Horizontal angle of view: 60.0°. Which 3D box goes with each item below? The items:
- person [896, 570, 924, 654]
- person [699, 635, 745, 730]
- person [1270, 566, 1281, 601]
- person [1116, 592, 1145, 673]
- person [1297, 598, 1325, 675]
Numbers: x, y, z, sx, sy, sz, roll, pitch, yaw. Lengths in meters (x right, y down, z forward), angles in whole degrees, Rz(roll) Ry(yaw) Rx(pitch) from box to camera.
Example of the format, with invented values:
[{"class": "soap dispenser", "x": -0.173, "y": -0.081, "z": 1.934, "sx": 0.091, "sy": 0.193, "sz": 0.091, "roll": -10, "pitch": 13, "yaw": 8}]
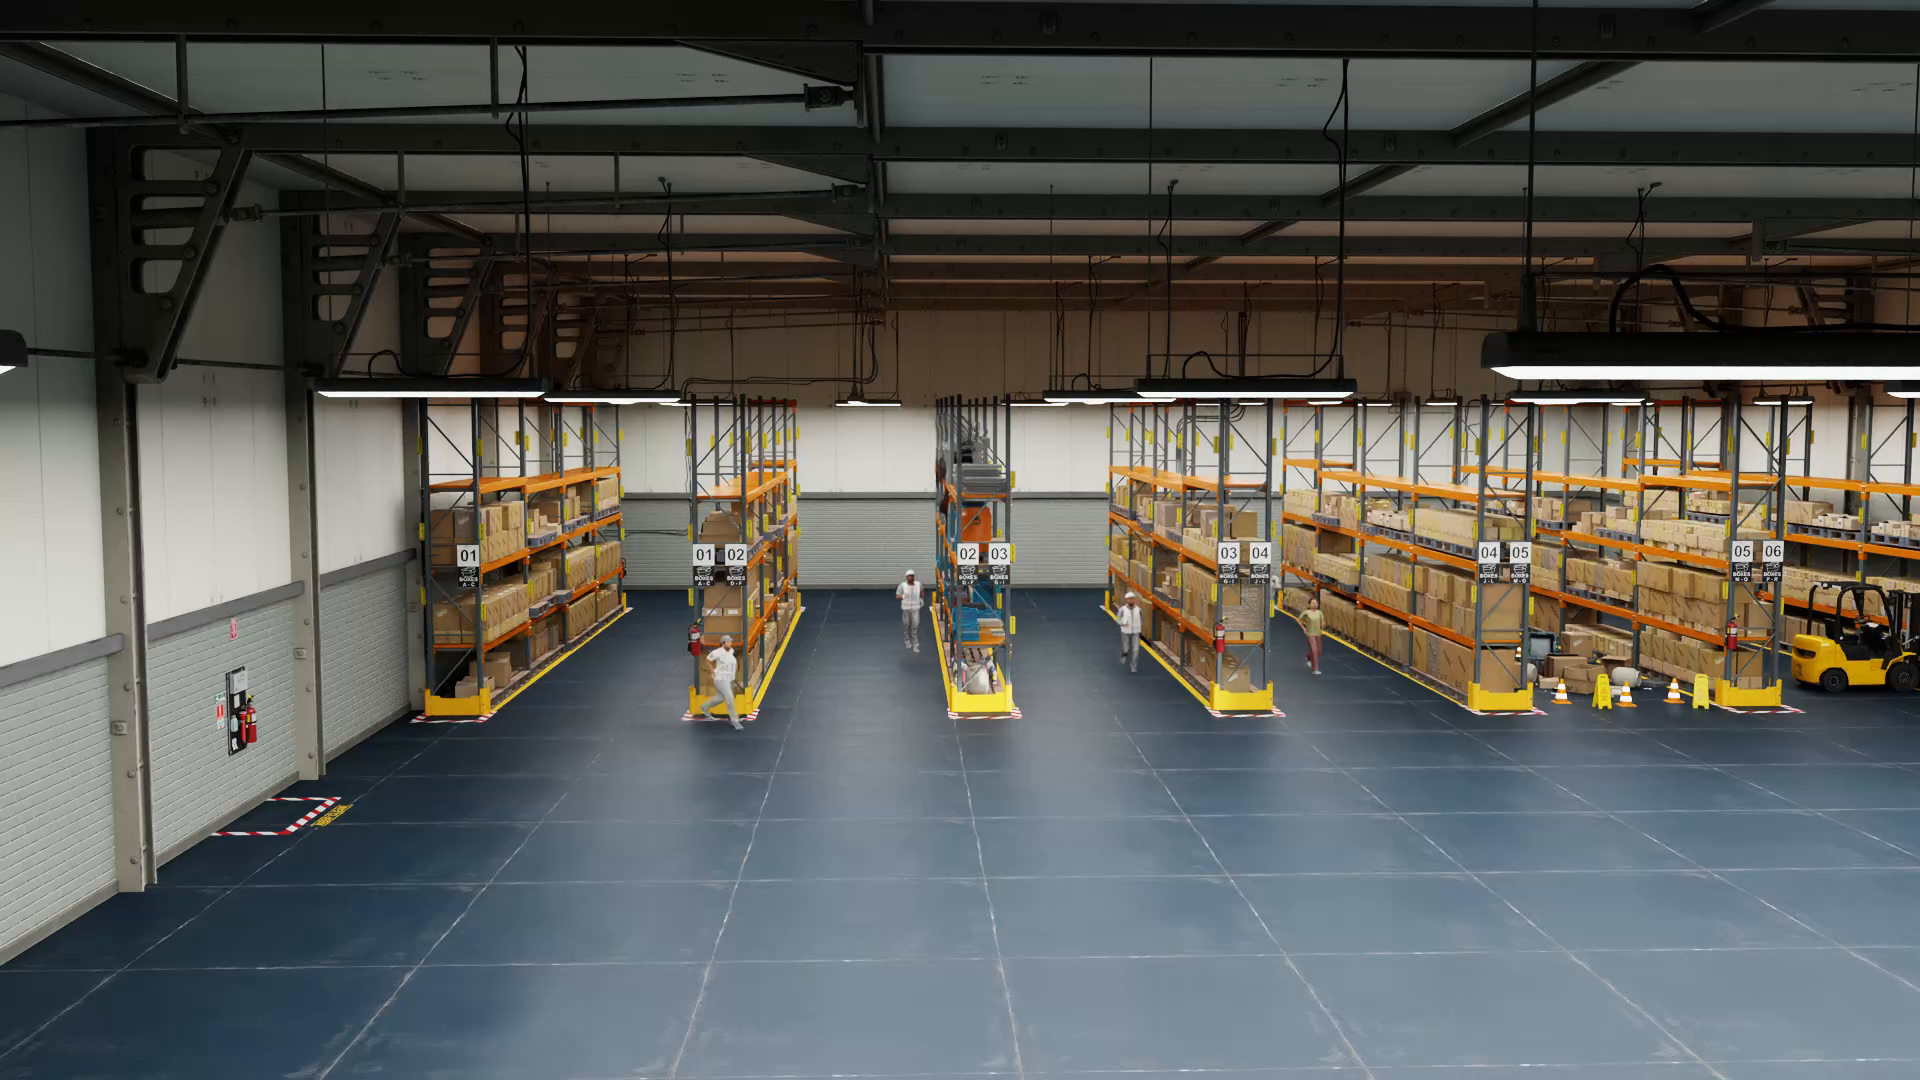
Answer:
[{"class": "person", "x": -1.108, "y": 1.584, "z": 37.291, "sx": 0.668, "sy": 1.836, "sz": 0.799, "roll": -1, "pitch": 5, "yaw": -7}, {"class": "person", "x": -4.286, "y": 2.556, "z": 30.002, "sx": 1.060, "sy": 1.708, "sz": 0.560, "roll": 2, "pitch": 5, "yaw": 25}, {"class": "person", "x": 8.084, "y": 1.469, "z": 43.578, "sx": 0.600, "sy": 1.608, "sz": 0.808, "roll": 0, "pitch": 4, "yaw": -2}, {"class": "person", "x": 3.730, "y": 2.009, "z": 36.265, "sx": 0.669, "sy": 1.728, "sz": 0.760, "roll": 0, "pitch": 5, "yaw": -6}, {"class": "person", "x": 7.635, "y": 2.066, "z": 36.046, "sx": 0.589, "sy": 1.637, "sz": 0.829, "roll": -1, "pitch": 5, "yaw": -14}]
